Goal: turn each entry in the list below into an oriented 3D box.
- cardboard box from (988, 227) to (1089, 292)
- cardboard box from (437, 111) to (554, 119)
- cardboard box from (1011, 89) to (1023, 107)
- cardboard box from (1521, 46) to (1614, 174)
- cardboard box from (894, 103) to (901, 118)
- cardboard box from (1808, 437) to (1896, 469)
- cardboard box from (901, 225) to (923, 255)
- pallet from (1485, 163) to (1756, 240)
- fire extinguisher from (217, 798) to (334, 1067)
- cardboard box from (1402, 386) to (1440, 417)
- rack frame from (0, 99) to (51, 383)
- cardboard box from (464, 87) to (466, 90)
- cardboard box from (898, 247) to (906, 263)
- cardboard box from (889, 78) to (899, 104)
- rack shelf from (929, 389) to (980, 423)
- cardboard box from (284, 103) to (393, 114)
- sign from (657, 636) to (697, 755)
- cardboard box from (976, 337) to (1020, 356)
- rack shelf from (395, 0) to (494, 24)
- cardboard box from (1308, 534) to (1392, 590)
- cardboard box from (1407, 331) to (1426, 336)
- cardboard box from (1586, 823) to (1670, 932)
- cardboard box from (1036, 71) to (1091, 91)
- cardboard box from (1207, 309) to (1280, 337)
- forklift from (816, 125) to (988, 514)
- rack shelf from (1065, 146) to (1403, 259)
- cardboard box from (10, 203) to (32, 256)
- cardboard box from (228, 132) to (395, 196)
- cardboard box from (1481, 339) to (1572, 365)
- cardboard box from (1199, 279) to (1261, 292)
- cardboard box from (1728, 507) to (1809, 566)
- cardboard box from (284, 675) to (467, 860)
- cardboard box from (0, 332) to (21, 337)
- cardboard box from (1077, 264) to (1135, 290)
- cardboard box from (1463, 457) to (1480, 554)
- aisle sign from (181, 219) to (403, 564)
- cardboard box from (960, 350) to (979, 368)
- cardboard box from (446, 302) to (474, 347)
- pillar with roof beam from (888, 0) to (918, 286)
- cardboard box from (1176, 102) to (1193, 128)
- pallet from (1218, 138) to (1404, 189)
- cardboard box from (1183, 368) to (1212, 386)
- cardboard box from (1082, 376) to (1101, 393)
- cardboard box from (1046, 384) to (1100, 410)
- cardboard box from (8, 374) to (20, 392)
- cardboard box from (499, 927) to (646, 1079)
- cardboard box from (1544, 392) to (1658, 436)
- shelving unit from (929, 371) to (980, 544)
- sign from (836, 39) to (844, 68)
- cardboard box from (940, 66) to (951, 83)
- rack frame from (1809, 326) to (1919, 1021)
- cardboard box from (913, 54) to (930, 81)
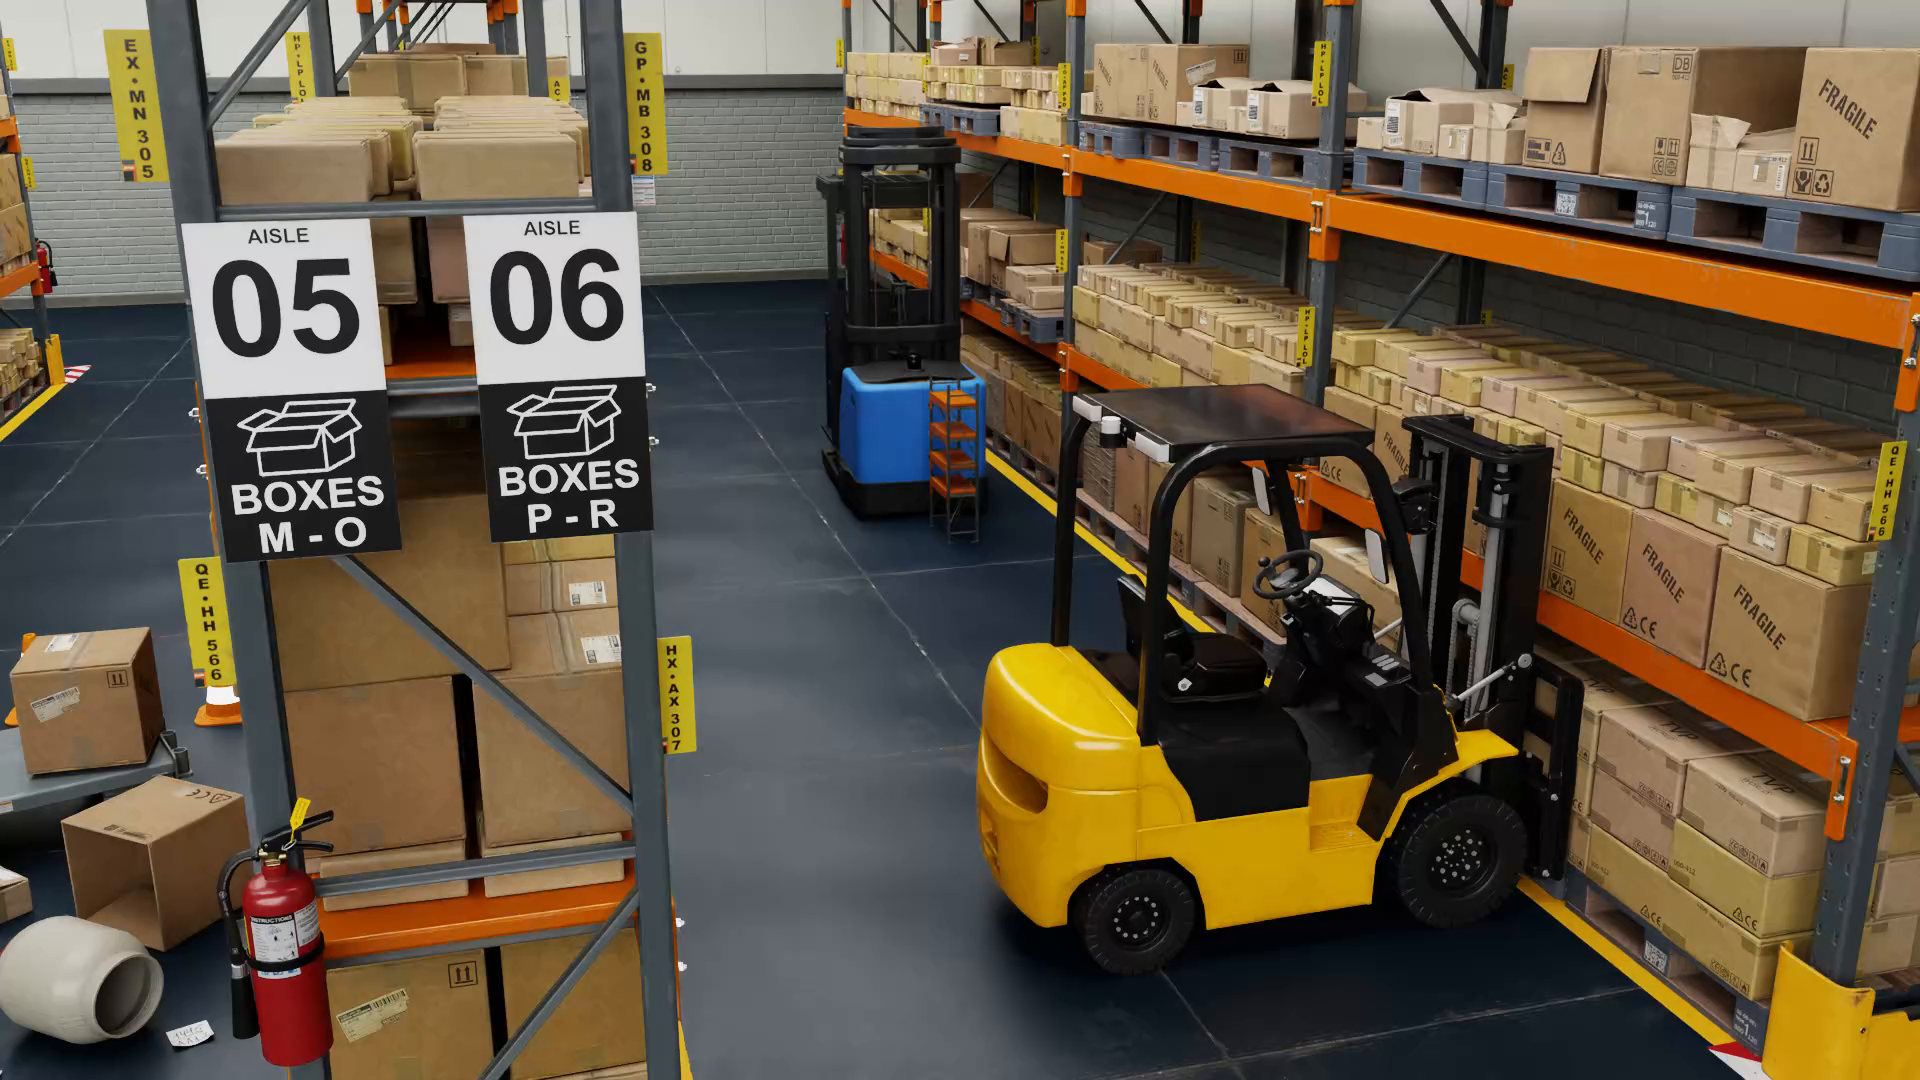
[{"bbox_3d":[0.675,-2.427,14.407,0.797,0.503,0.637,-5,17,-17],"label":"cardboard box"},{"bbox_3d":[-1.561,-1.369,5.632,0.380,0.149,0.250,-4,17,-14],"label":"cardboard box"},{"bbox_3d":[0.644,-3.732,14.016,0.380,0.149,0.250,-4,17,-14],"label":"cardboard box"},{"bbox_3d":[2.835,-1.821,7.002,0.797,0.503,0.637,-4,17,-13],"label":"cardboard box"},{"bbox_3d":[-0.494,-4.595,17.757,0.380,0.149,0.250,-5,17,-15],"label":"cardboard box"},{"bbox_3d":[3.487,-0.284,6.366,0.380,0.149,0.250,-4,17,-14],"label":"cardboard box"},{"bbox_3d":[-0.324,-3.175,17.553,0.500,0.250,0.500,-5,17,-15],"label":"cardboard box"},{"bbox_3d":[2.992,-1.456,7.026,1.003,0.211,1.213,-5,17,-15],"label":"pallet"},{"bbox_3d":[-1.683,0.972,4.136,0.296,0.674,0.183,-5,17,-15],"label":"fire extinguisher"},{"bbox_3d":[2.403,-0.667,8.157,0.380,0.149,0.250,-4,17,-14],"label":"cardboard box"},{"bbox_3d":[-10.400,-3.139,17.689,1.000,3.000,0.127,-5,17,-15],"label":"rack frame"},{"bbox_3d":[-3.219,-2.567,10.397,0.700,0.500,0.500,-5,17,-15],"label":"cardboard box"},{"bbox_3d":[-0.459,-3.077,17.918,0.380,0.149,0.250,-5,17,-16],"label":"cardboard box"},{"bbox_3d":[-0.454,-4.752,17.588,0.500,0.250,0.500,-4,17,-14],"label":"cardboard box"},{"bbox_3d":[-0.046,-0.997,12.319,0.258,0.148,0.480,-5,17,-15],"label":"rack shelf"},{"bbox_3d":[-2.388,-1.606,6.423,0.380,0.149,0.250,-5,17,-16],"label":"cardboard box"},{"bbox_3d":[-0.750,0.410,4.370,0.100,0.325,0.005,-5,17,-15],"label":"sign"},{"bbox_3d":[0.365,-1.825,15.800,0.380,0.149,0.250,-5,17,-16],"label":"cardboard box"},{"bbox_3d":[-5.119,-5.343,16.541,1.077,0.370,4.000,-5,17,-15],"label":"rack shelf"},{"bbox_3d":[2.232,0.163,9.008,0.500,0.250,0.500,-5,17,-16],"label":"cardboard box"},{"bbox_3d":[2.510,-1.106,9.617,0.380,0.149,0.250,-5,17,-17],"label":"cardboard box"},{"bbox_3d":[2.940,1.346,6.806,0.500,0.250,0.500,-5,17,-15],"label":"cardboard box"},{"bbox_3d":[0.830,-3.660,13.258,0.380,0.149,0.250,-5,18,-17],"label":"cardboard box"},{"bbox_3d":[1.777,-1.350,10.430,0.380,0.149,0.250,-5,17,-17],"label":"cardboard box"},{"bbox_3d":[-0.592,-1.989,13.979,1.130,2.935,3.031,-4,17,-12],"label":"forklift"},{"bbox_3d":[1.851,-2.278,10.858,1.077,0.370,4.000,-5,17,-15],"label":"rack shelf"},{"bbox_3d":[-10.029,-3.226,17.286,0.500,0.500,0.500,-4,17,-14],"label":"cardboard box"},{"bbox_3d":[-1.682,-0.976,4.323,0.380,0.149,0.250,-4,17,-14],"label":"cardboard box"},{"bbox_3d":[2.894,-0.925,8.498,0.380,0.149,0.250,-5,17,-16],"label":"cardboard box"},{"bbox_3d":[1.909,-1.743,11.739,0.380,0.149,0.250,-5,17,-16],"label":"cardboard box"},{"bbox_3d":[3.037,-0.027,6.027,0.380,0.149,0.250,-4,17,-14],"label":"cardboard box"},{"bbox_3d":[-1.686,0.548,4.722,0.500,0.500,0.500,-5,17,-16],"label":"cardboard box"},{"bbox_3d":[-9.997,-2.060,17.286,0.380,0.149,0.250,-4,17,-14],"label":"cardboard box"},{"bbox_3d":[1.106,-1.986,12.549,0.380,0.149,0.250,-4,17,-14],"label":"cardboard box"},{"bbox_3d":[2.571,-0.255,7.912,0.500,0.500,0.500,-5,17,-16],"label":"cardboard box"},{"bbox_3d":[-1.533,-0.338,3.844,0.394,0.787,0.004,-5,17,-15],"label":"aisle sign"},{"bbox_3d":[0.275,-1.552,16.018,0.500,0.500,0.500,-5,17,-16],"label":"cardboard box"},{"bbox_3d":[-1.209,-0.632,4.565,0.380,0.149,0.250,-5,18,-17],"label":"cardboard box"},{"bbox_3d":[-4.911,-7.302,21.119,9.100,9.000,0.400,-5,17,-15],"label":"pillar with roof beam"},{"bbox_3d":[1.595,-2.692,10.517,0.380,0.149,0.250,-5,17,-16],"label":"cardboard box"},{"bbox_3d":[2.146,-2.221,9.750,0.805,0.209,1.217,-5,18,-17],"label":"pallet"},{"bbox_3d":[1.760,-0.958,10.688,0.500,0.250,0.500,-5,17,-15],"label":"cardboard box"},{"bbox_3d":[1.265,-1.361,14.256,0.380,0.149,0.250,-4,17,-15],"label":"cardboard box"},{"bbox_3d":[0.922,-1.170,13.622,0.380,0.149,0.250,-6,18,-18],"label":"cardboard box"},{"bbox_3d":[-9.687,-1.570,16.691,0.380,0.149,0.250,-6,18,-18],"label":"cardboard box"},{"bbox_3d":[-1.234,1.372,5.416,0.500,0.500,0.500,-5,18,-17],"label":"cardboard box"},{"bbox_3d":[2.772,-0.534,7.196,0.380,0.149,0.250,-4,17,-14],"label":"cardboard box"},{"bbox_3d":[-0.046,-0.620,12.432,0.258,1.200,0.503,-5,17,-15],"label":"shelving unit"},{"bbox_3d":[-1.419,-5.764,19.695,0.100,0.325,0.005,-5,17,-15],"label":"sign"},{"bbox_3d":[0.033,-4.294,15.336,0.380,0.149,0.250,-5,17,-16],"label":"cardboard box"},{"bbox_3d":[3.500,0.474,5.661,1.000,3.000,0.127,-5,17,-15],"label":"rack frame"},{"bbox_3d":[-0.168,-4.713,16.588,0.500,0.250,0.500,-5,17,-15],"label":"cardboard box"}]
